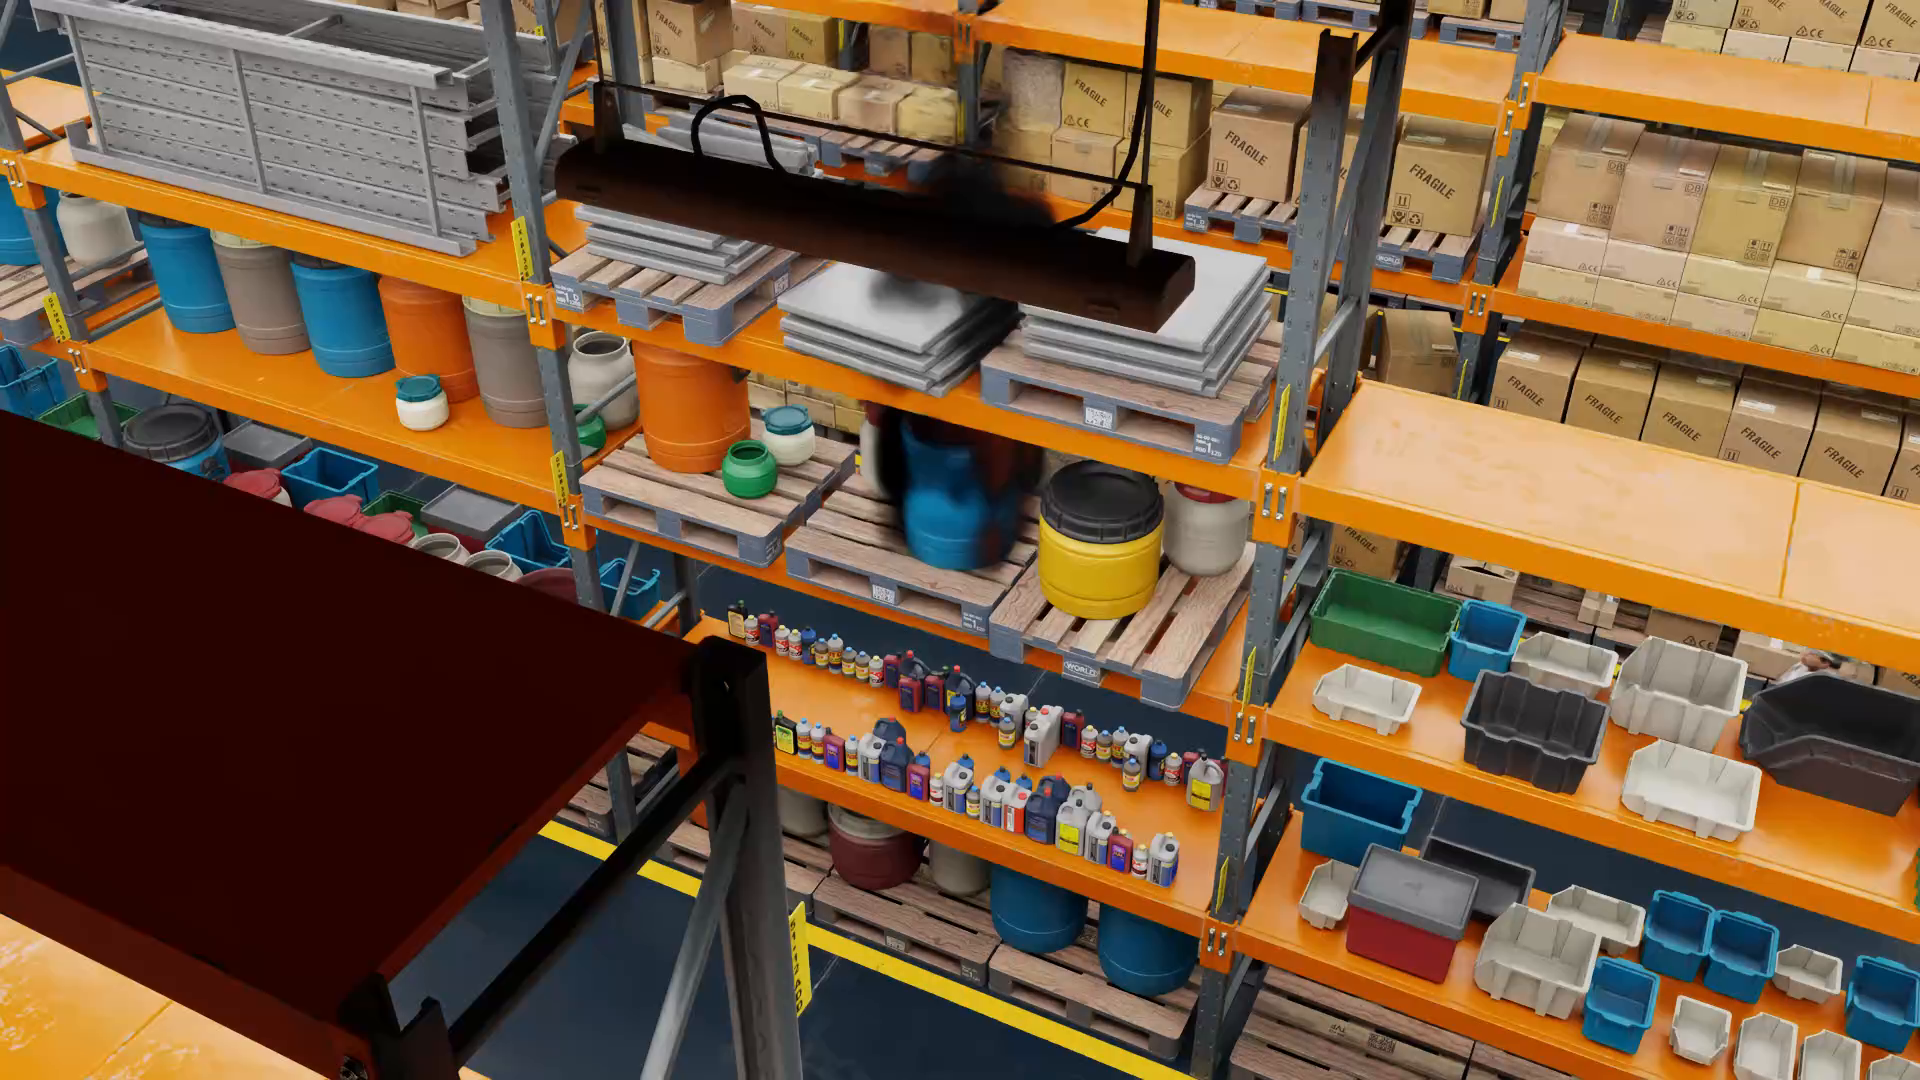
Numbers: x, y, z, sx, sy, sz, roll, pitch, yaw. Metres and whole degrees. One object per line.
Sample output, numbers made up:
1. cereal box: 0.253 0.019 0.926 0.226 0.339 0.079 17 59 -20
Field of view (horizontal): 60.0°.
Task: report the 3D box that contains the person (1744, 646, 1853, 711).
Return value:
1. person: 5.306 1.251 10.664 0.548 1.658 0.612 8 36 11
